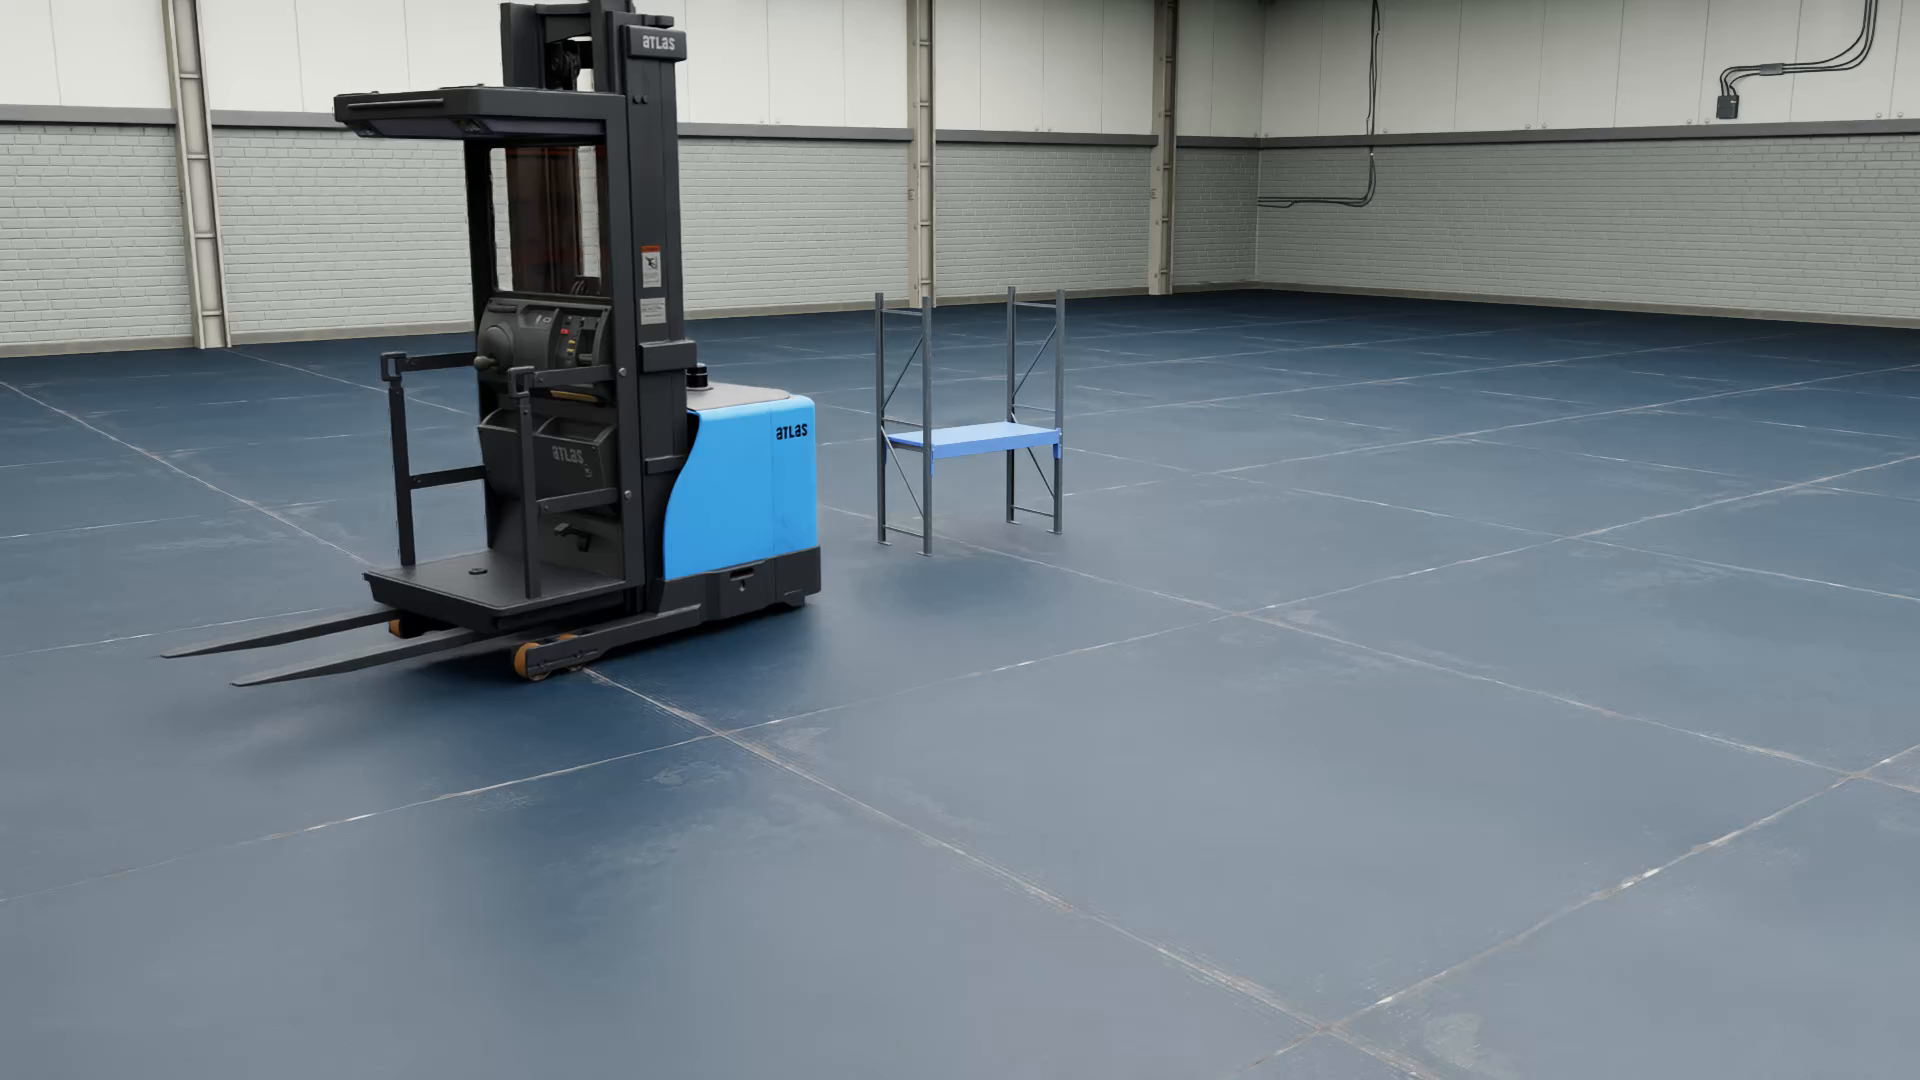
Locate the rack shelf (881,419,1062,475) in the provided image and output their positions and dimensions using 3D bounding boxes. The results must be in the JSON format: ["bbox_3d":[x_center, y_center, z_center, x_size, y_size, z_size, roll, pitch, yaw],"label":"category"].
[{"bbox_3d":[0.067,-0.569,10.062,1.000,0.185,0.538,-9,15,-38],"label":"rack shelf"}]

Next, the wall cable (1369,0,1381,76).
[{"bbox_3d":[8.828,-10.015,30.944,0.112,2.526,3.097,-9,15,-38],"label":"wall cable"}]

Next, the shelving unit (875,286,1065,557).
[{"bbox_3d":[0.067,-0.745,10.025,1.048,1.500,0.538,-9,15,-38],"label":"shelving unit"}]

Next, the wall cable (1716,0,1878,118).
[{"bbox_3d":[13.056,-9.624,25.598,0.169,6.003,2.305,-9,15,-38],"label":"wall cable"}]

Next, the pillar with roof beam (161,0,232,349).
[{"bbox_3d":[-7.354,-6.300,18.134,0.400,9.000,9.100,-9,15,-38],"label":"pillar with roof beam"}]

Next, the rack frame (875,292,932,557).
[{"bbox_3d":[-0.330,-0.679,9.714,0.032,1.500,0.500,-9,15,-38],"label":"rack frame"}]

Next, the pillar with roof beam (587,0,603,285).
[{"bbox_3d":[-2.669,-7.079,21.801,0.400,9.000,9.100,-9,15,-38],"label":"pillar with roof beam"}]

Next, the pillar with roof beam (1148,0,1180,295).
[{"bbox_3d":[6.701,-8.636,29.134,0.400,9.000,9.100,-9,15,-38],"label":"pillar with roof beam"}]

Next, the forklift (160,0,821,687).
[{"bbox_3d":[-2.053,-0.938,7.491,1.130,2.935,3.031,10,16,39],"label":"forklift"}]

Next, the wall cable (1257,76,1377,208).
[{"bbox_3d":[7.138,-7.983,33.535,0.112,2.526,3.097,-9,15,-38],"label":"wall cable"}]

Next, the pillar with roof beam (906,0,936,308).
[{"bbox_3d":[2.016,-7.857,25.467,0.400,9.000,9.100,-9,15,-38],"label":"pillar with roof beam"}]

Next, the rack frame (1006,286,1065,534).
[{"bbox_3d":[0.464,-0.811,10.336,0.032,1.500,0.500,-9,15,-38],"label":"rack frame"}]
